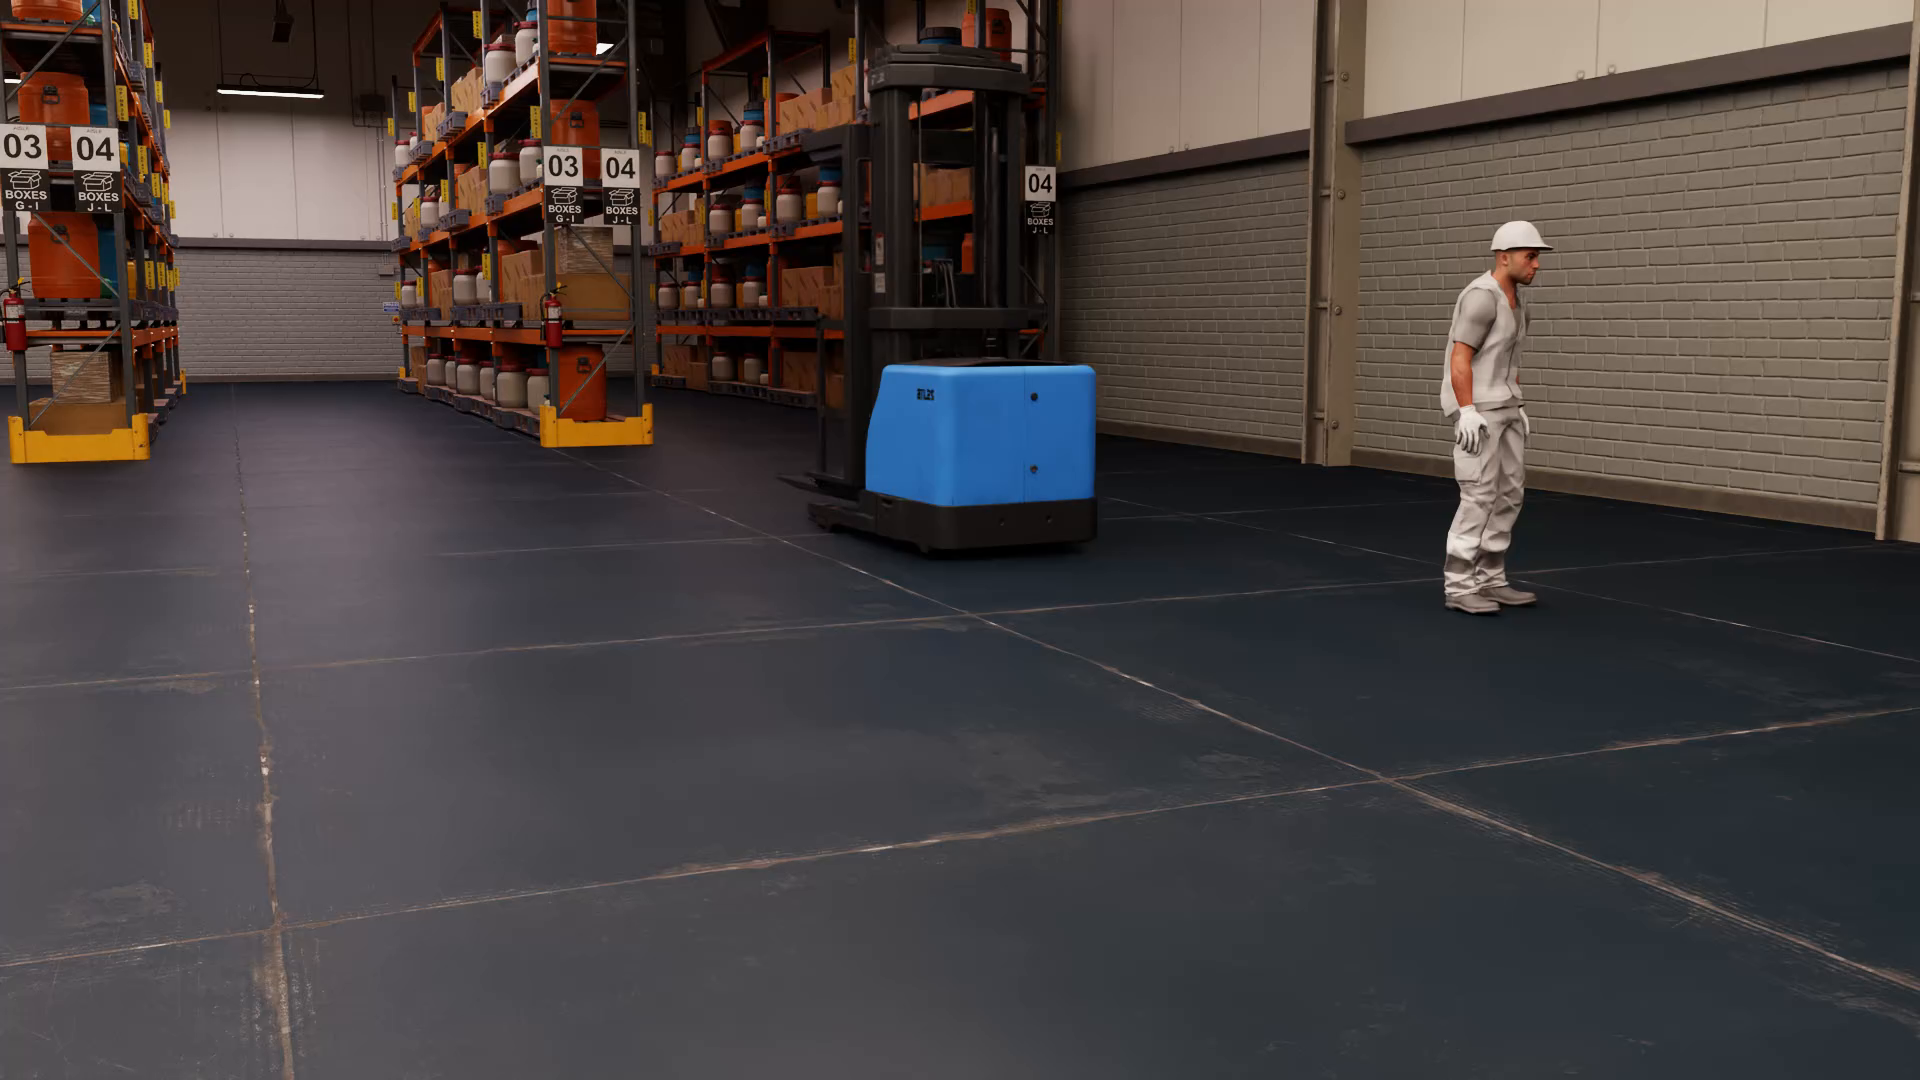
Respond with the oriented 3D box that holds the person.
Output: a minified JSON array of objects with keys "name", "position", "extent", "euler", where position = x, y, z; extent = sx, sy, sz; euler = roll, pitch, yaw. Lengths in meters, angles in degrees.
[{"name":"person","position":[2.468,-0.568,7.676],"extent":[0.455,1.777,0.607],"euler":[7,10,43]}]

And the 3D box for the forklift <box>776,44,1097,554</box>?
[{"name":"forklift","position":[-0.327,-1.531,10.555],"extent":[1.130,2.935,3.031],"euler":[-4,8,-27]}]
